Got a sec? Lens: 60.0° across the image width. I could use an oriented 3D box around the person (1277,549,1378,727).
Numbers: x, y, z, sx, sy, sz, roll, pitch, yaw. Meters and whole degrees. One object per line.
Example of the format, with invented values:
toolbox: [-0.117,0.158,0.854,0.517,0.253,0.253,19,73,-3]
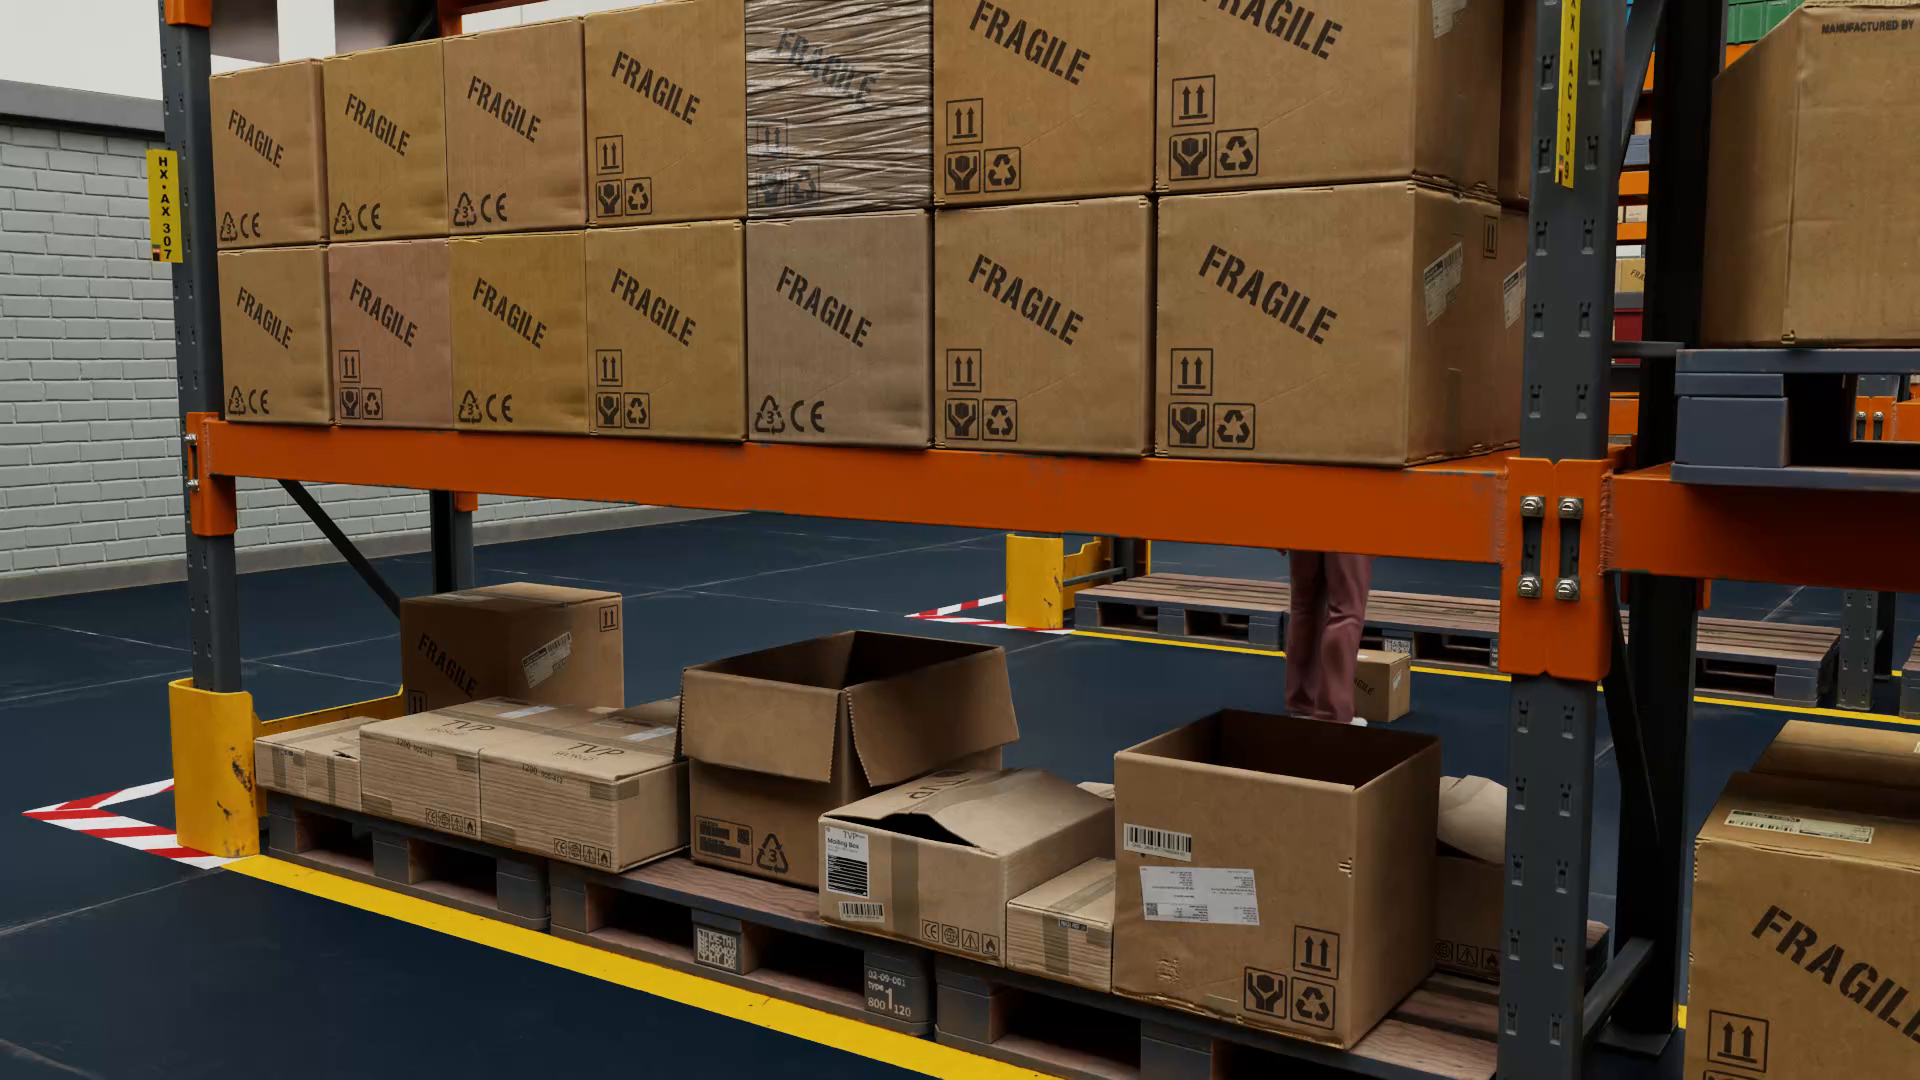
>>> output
person: [1.490,-0.065,6.538,0.456,1.678,0.494,4,8,34]
